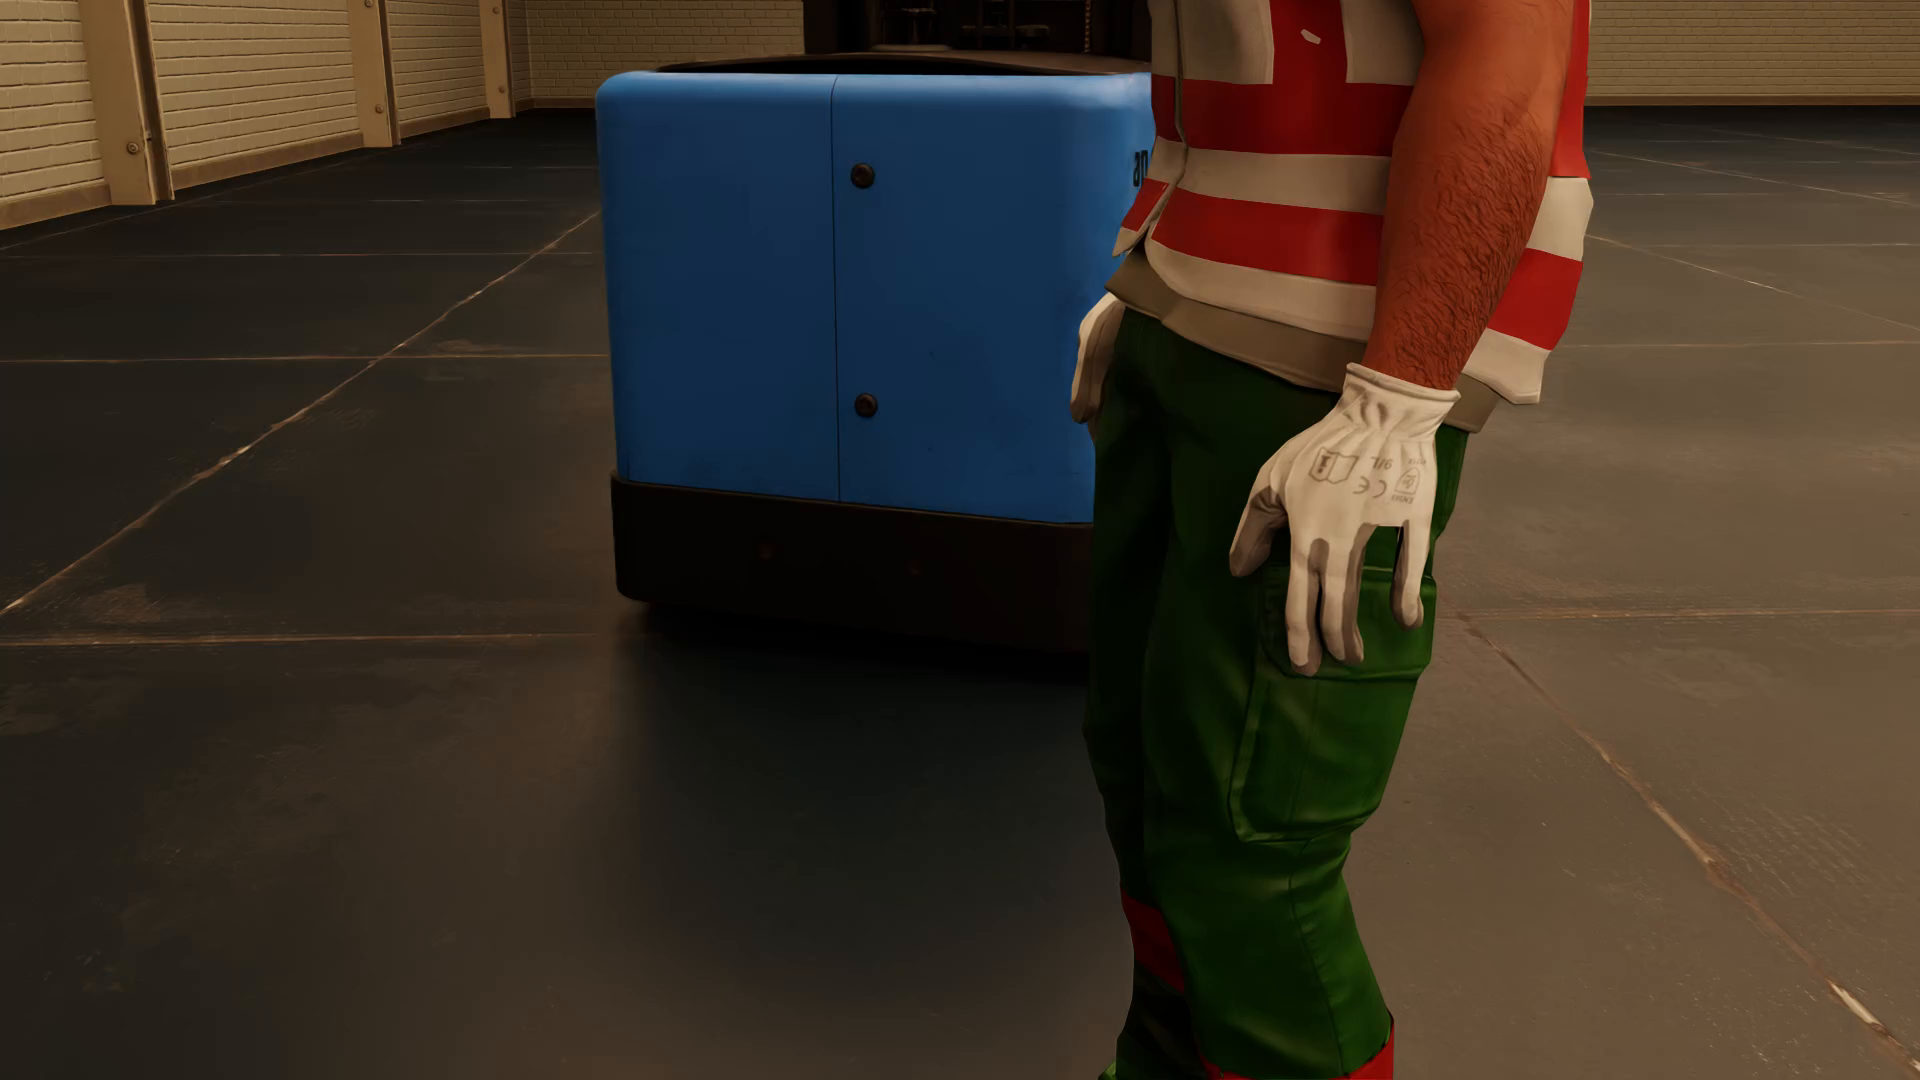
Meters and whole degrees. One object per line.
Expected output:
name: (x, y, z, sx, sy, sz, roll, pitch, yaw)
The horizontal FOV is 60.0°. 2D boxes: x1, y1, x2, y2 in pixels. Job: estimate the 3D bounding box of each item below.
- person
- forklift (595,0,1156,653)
person: (0.225, -0.134, 1.325, 0.451, 1.777, 0.610, -3, 17, -9)
forklift: (0.279, -1.587, 4.097, 1.130, 2.935, 3.031, 6, 18, 19)
